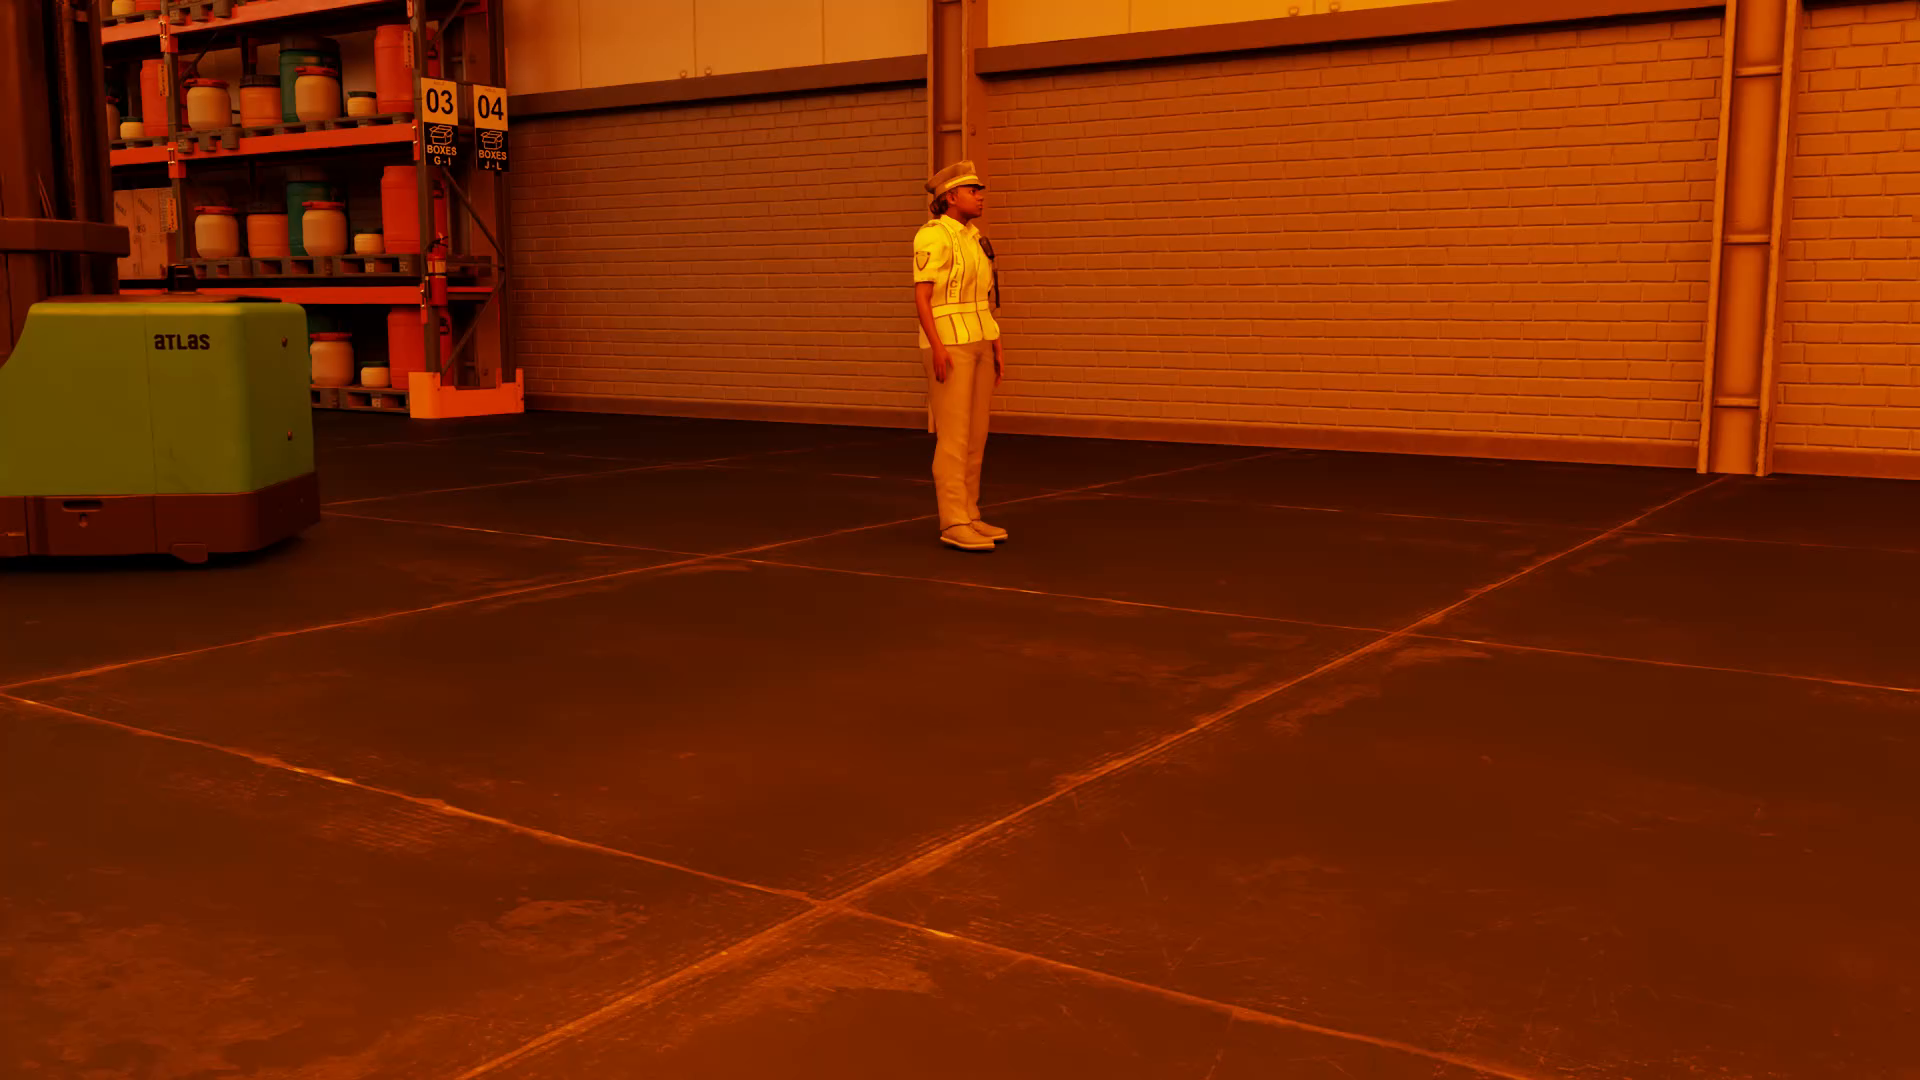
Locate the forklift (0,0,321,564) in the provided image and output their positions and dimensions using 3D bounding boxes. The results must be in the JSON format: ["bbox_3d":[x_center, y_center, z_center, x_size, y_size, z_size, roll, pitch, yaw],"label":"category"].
[{"bbox_3d":[-4.417,-1.382,6.912,3.031,2.935,1.130,-1,8,-5],"label":"forklift"}]

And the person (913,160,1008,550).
[{"bbox_3d":[0.052,-0.838,7.426,0.528,1.697,0.570,5,10,34],"label":"person"}]
